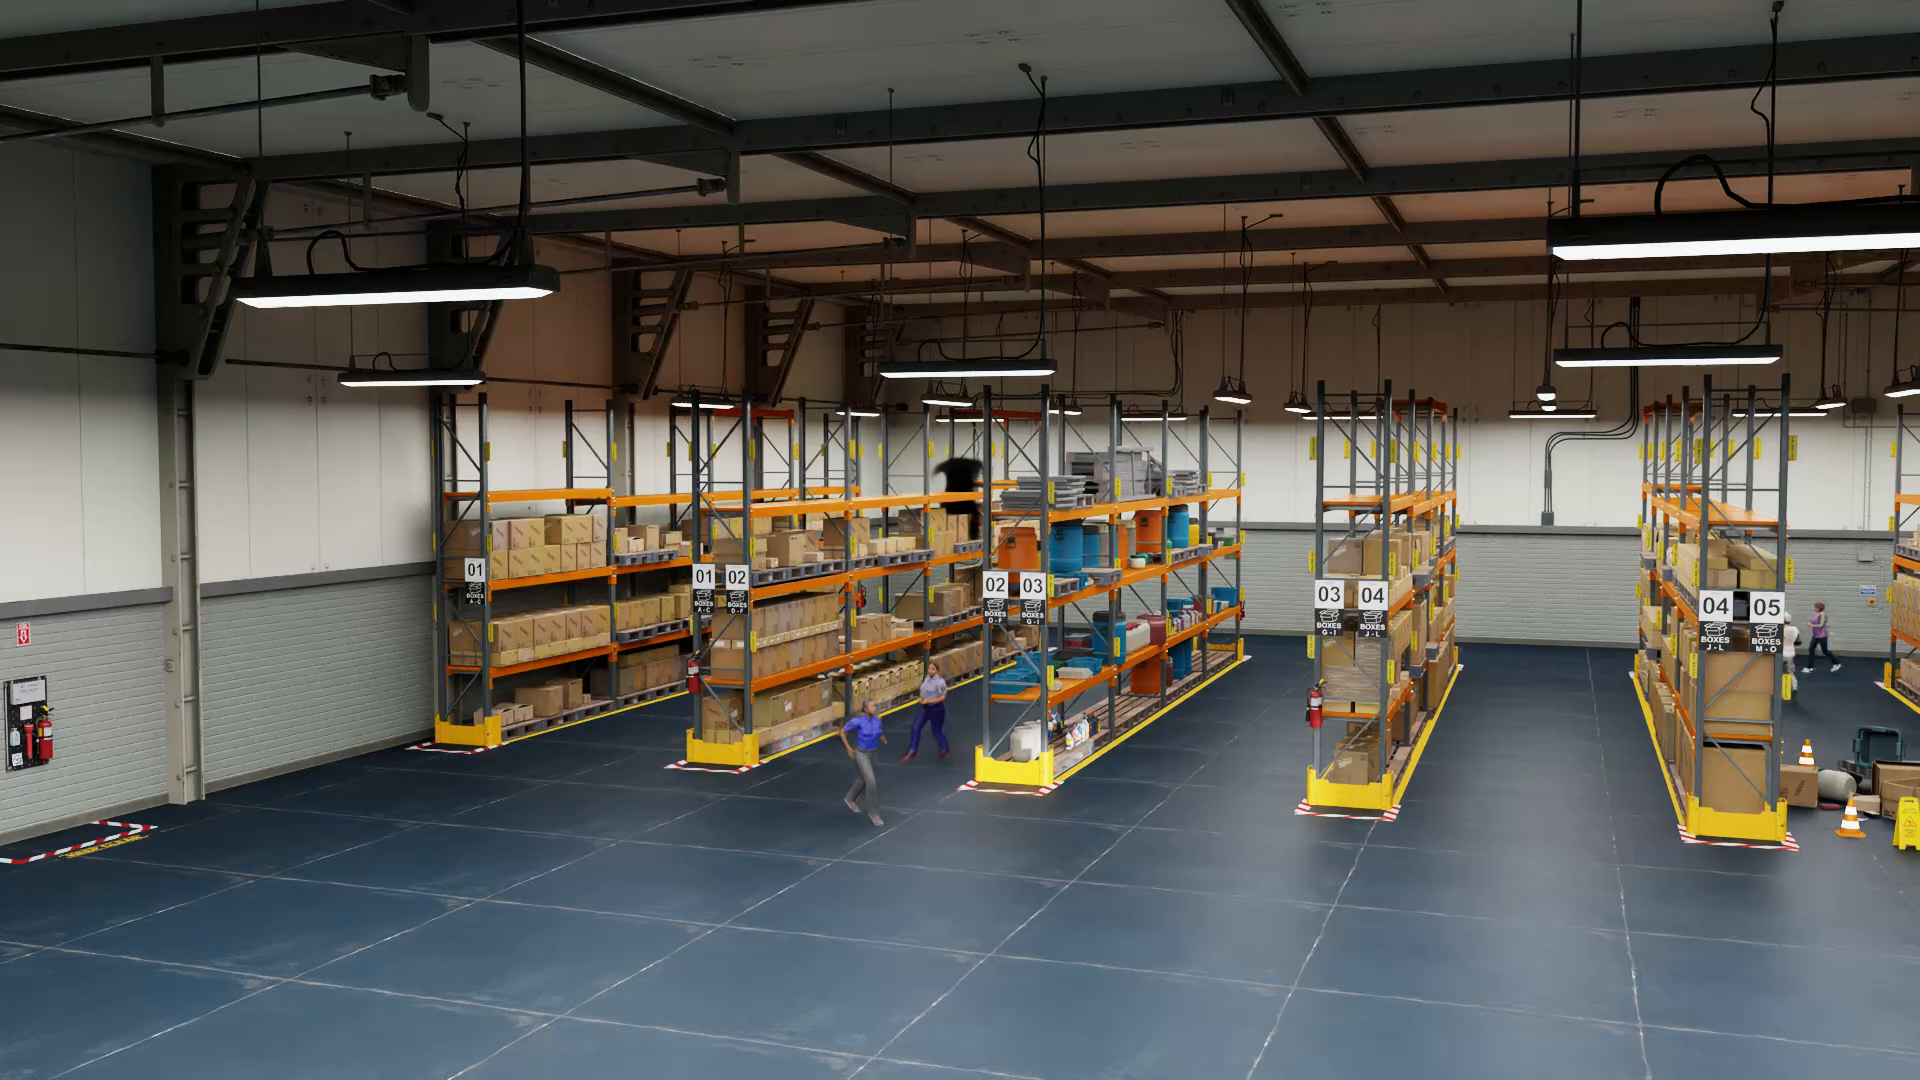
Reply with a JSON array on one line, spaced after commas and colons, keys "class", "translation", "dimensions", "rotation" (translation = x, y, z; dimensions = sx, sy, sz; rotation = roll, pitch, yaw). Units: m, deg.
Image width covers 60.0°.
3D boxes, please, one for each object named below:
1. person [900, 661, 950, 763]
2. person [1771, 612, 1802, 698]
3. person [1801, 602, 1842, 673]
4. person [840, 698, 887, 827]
[{"class": "person", "translation": [-0.442, 2.744, 26.704], "dimensions": [0.671, 1.619, 0.898], "rotation": [3, 4, 41]}, {"class": "person", "translation": [16.544, 2.331, 33.376], "dimensions": [0.679, 1.764, 0.957], "rotation": [1, 3, 10]}, {"class": "person", "translation": [19.340, 2.191, 37.321], "dimensions": [0.860, 1.609, 0.522], "rotation": [0, 3, 3]}, {"class": "person", "translation": [-1.321, 2.979, 22.508], "dimensions": [0.906, 1.697, 0.610], "rotation": [3, 4, 42]}]
